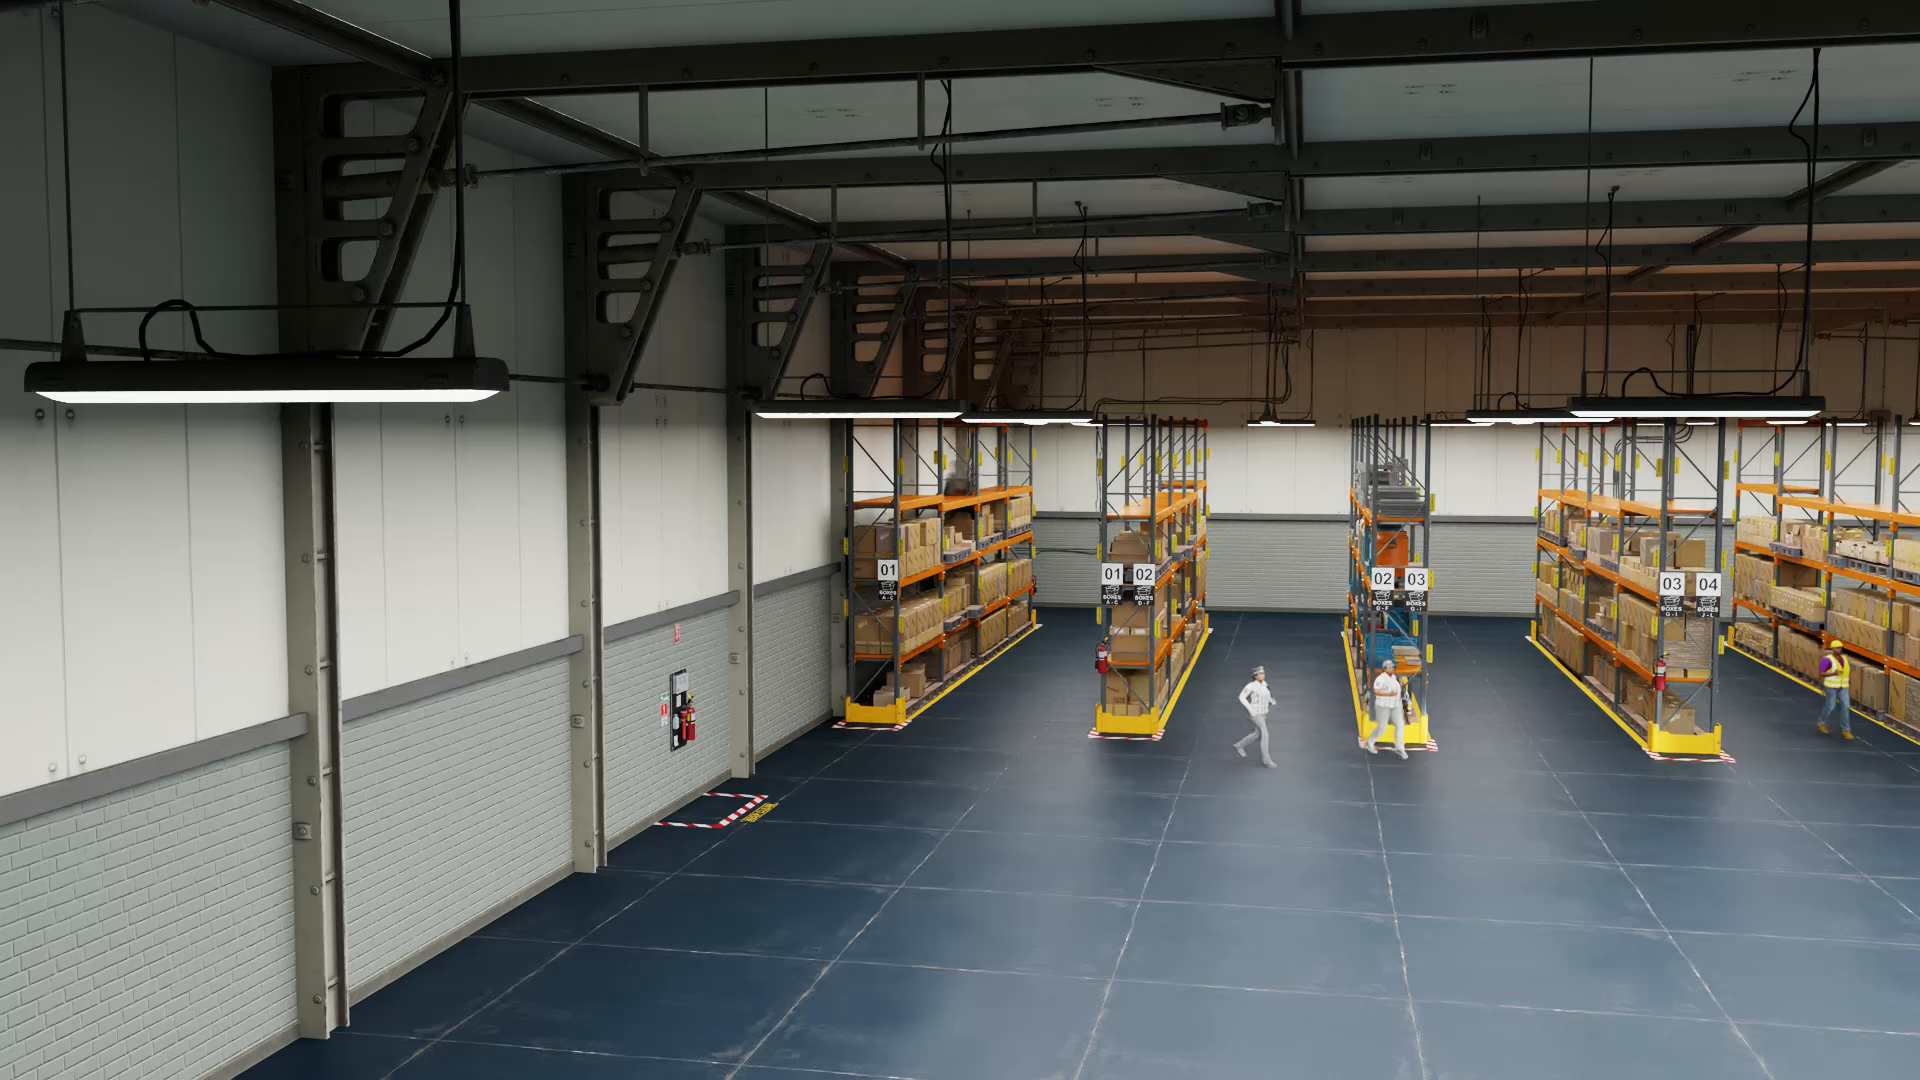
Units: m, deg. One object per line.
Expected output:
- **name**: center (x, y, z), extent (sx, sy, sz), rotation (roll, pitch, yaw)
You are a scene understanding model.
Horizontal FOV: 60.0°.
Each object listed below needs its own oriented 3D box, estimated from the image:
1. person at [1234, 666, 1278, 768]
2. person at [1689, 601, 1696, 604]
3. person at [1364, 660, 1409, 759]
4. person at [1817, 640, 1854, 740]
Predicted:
- **person**: center (5.081, 2.986, 28.433), extent (0.860, 1.710, 0.600), rotation (4, 5, 43)
- **person**: center (19.222, 1.961, 44.137), extent (0.813, 1.663, 0.607), rotation (2, 4, 25)
- **person**: center (7.467, 2.951, 29.066), extent (0.610, 1.683, 0.826), rotation (-2, 4, -32)
- **person**: center (16.252, 2.754, 30.840), extent (0.688, 1.785, 0.887), rotation (0, 4, -4)
